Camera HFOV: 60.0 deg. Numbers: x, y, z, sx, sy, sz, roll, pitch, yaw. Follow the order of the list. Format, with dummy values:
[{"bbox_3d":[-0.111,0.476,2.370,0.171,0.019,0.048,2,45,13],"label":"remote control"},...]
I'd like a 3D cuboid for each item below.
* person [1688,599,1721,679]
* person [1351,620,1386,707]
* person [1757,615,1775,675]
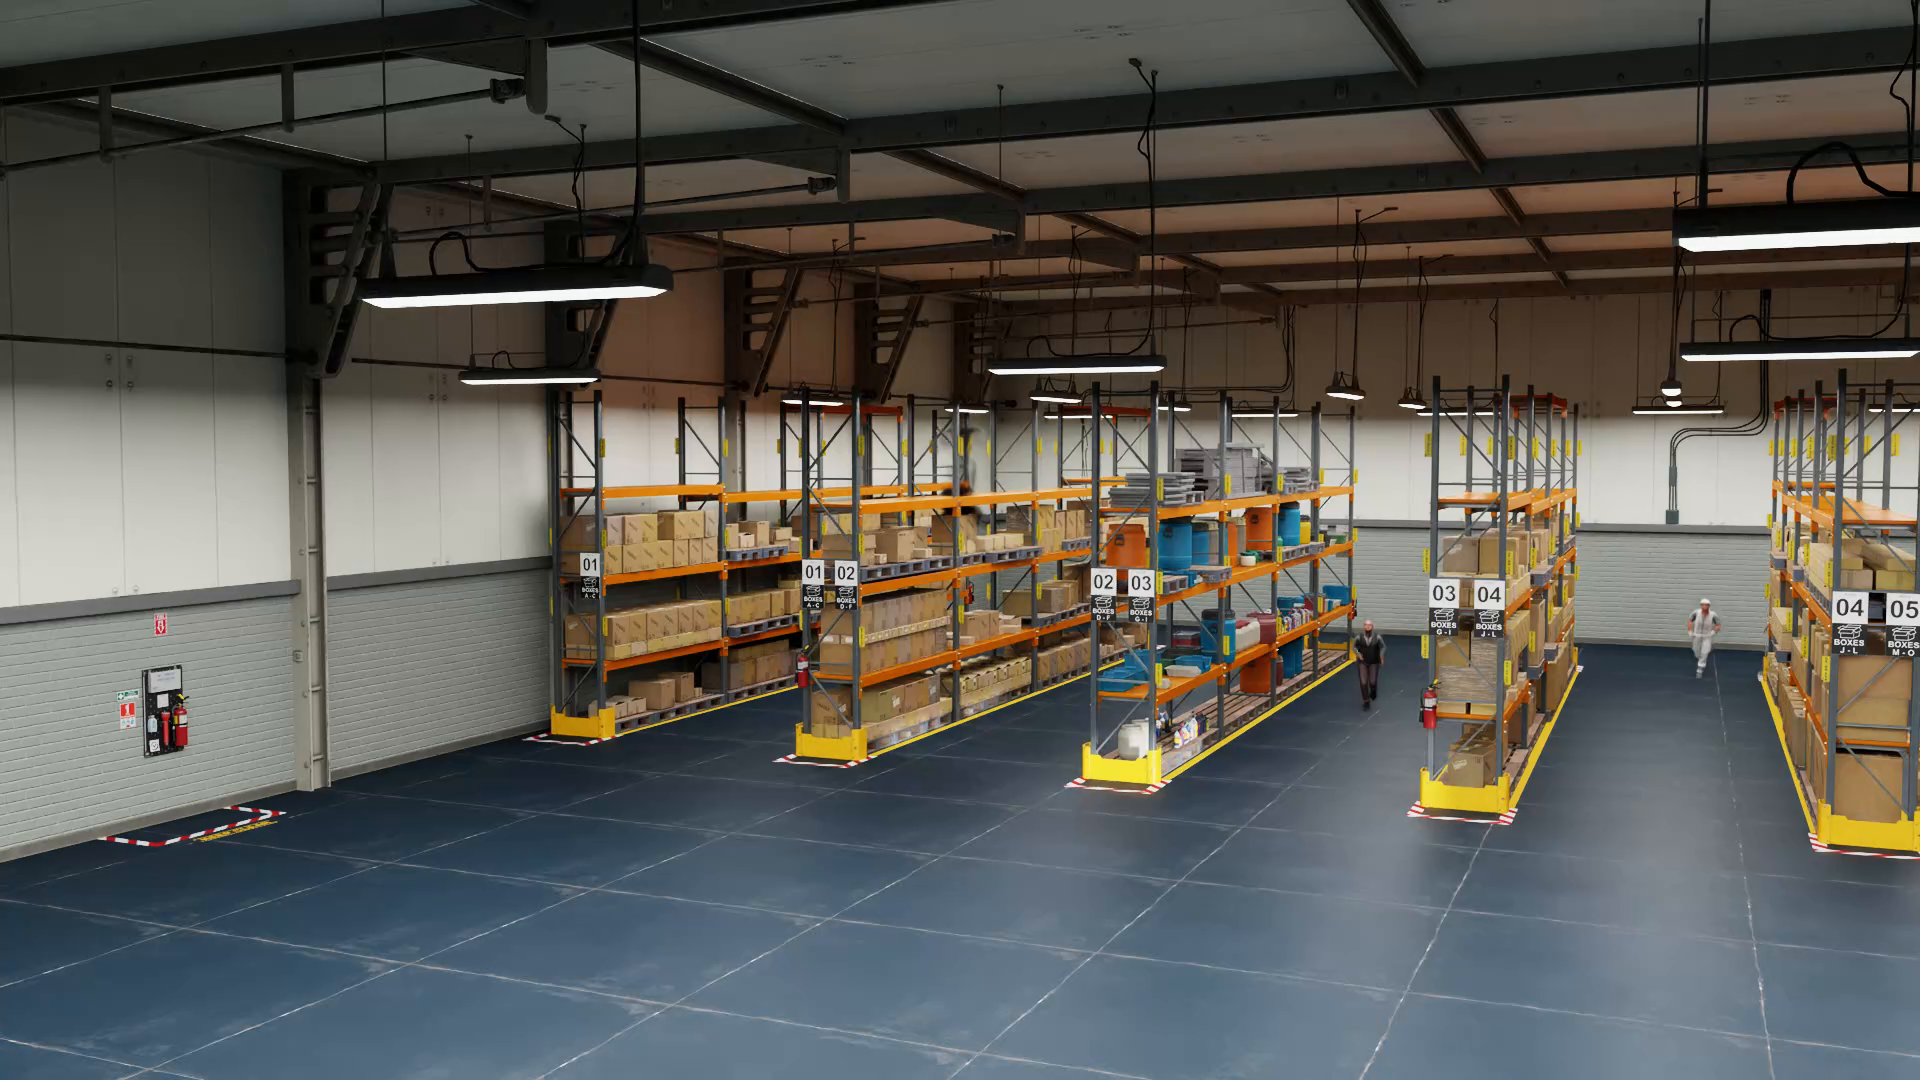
[{"bbox_3d":[16.310,2.143,36.433,0.684,1.751,0.772,2,4,34],"label":"person"},{"bbox_3d":[7.892,2.395,32.135,0.659,1.680,0.578,1,3,15],"label":"person"},{"bbox_3d":[18.045,2.125,36.689,0.784,1.755,0.743,0,3,6],"label":"person"}]
